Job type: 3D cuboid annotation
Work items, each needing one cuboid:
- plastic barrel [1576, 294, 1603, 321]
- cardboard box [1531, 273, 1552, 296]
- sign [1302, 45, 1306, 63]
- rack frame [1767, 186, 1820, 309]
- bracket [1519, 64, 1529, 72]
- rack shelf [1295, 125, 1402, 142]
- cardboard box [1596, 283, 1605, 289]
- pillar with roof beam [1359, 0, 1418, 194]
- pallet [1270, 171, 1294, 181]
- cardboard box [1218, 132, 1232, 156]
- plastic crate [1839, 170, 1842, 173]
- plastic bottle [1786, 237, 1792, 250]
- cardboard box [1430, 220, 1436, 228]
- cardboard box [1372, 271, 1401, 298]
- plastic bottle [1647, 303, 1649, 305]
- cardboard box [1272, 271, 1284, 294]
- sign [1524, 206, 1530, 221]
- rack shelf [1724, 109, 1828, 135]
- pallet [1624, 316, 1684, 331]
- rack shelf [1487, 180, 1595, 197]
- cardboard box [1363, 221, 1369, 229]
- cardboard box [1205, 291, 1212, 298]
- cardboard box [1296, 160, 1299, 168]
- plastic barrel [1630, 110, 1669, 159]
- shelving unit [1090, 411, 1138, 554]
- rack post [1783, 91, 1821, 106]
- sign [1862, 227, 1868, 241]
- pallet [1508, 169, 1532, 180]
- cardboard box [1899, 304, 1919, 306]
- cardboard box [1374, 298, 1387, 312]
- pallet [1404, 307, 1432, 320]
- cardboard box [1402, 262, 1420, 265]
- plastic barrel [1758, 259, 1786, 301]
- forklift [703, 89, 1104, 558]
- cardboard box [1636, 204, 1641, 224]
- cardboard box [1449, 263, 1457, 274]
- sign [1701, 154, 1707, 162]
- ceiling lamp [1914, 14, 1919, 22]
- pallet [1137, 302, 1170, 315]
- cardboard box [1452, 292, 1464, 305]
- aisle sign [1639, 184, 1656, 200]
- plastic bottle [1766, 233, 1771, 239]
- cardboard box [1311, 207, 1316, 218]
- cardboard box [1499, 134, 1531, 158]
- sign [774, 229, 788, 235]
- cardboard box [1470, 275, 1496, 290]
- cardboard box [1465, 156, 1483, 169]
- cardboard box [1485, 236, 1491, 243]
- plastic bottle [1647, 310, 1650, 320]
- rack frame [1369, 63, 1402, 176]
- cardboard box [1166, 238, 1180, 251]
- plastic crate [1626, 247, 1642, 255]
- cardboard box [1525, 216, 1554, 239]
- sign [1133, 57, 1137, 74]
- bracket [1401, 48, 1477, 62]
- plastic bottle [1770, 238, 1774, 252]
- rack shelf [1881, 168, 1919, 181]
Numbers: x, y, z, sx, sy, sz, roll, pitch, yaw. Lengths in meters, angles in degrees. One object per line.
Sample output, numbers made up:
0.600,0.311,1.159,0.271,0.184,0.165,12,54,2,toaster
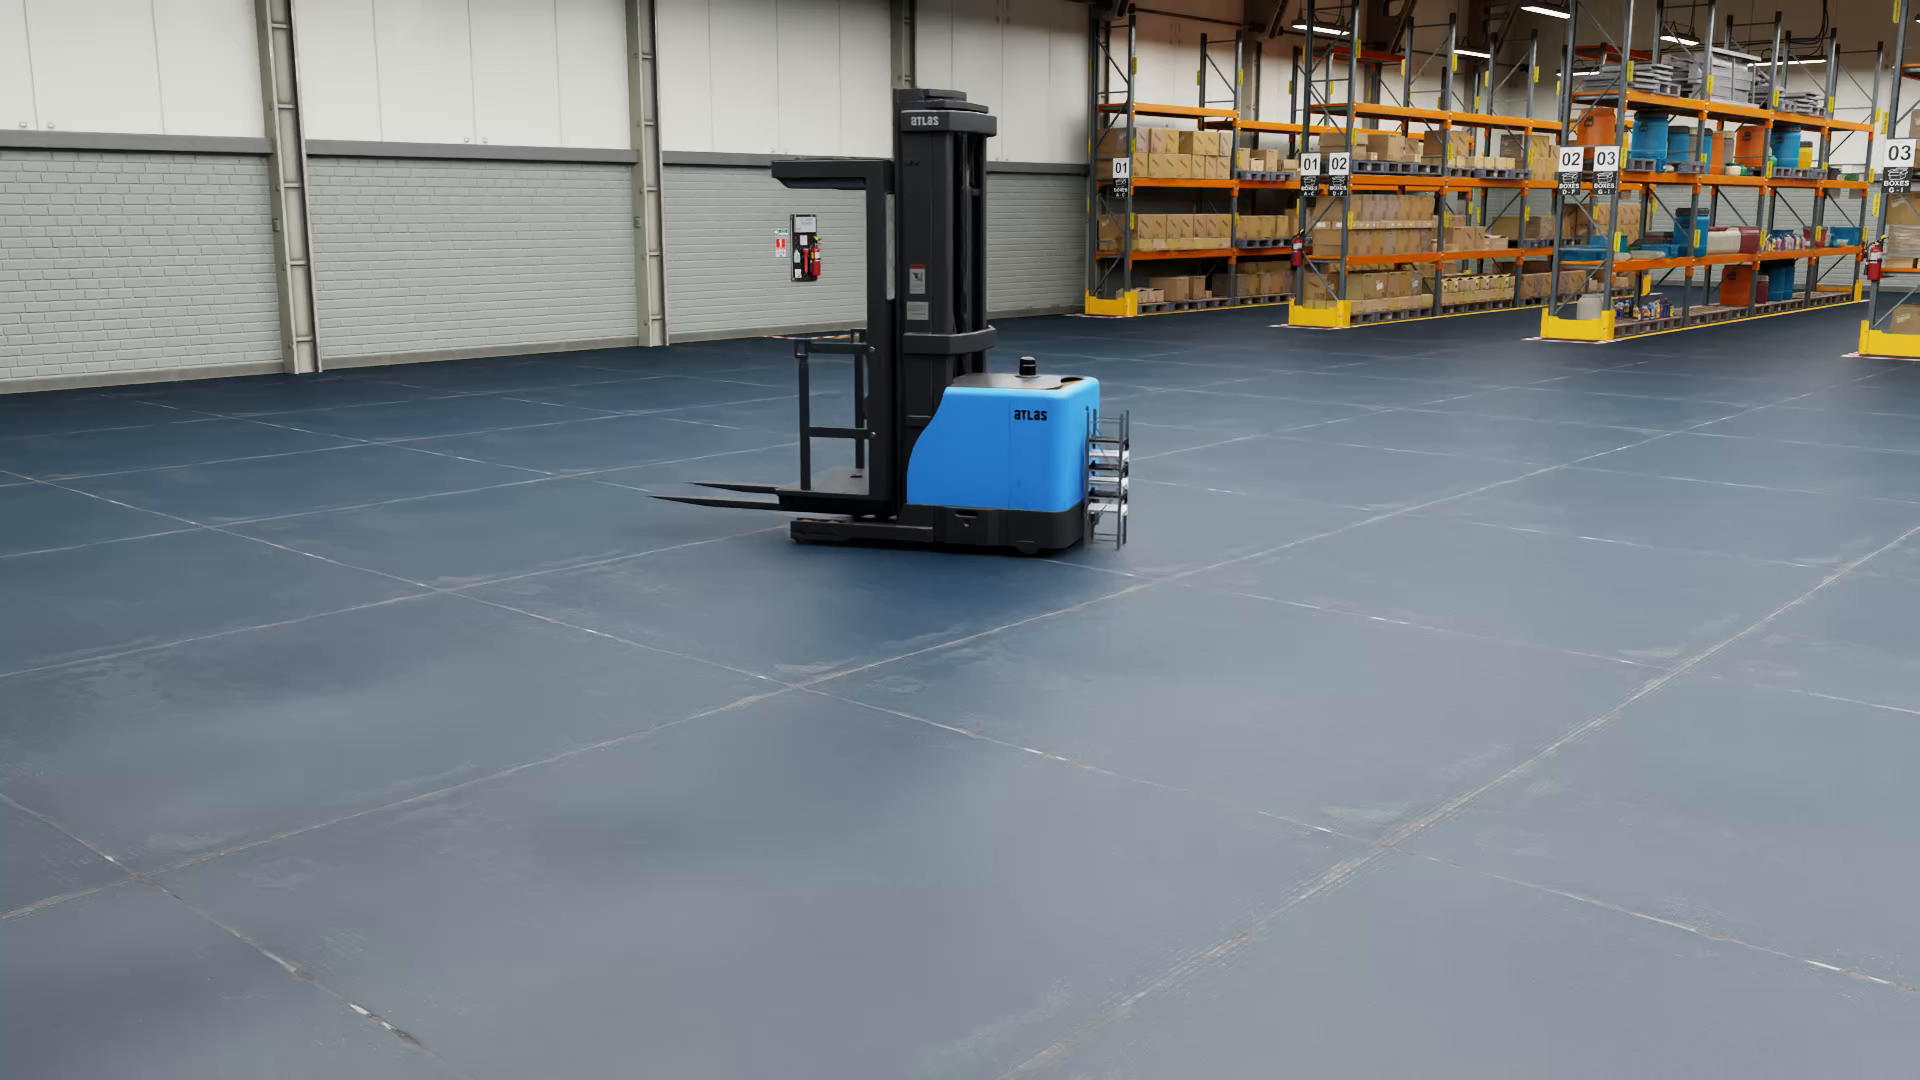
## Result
10.935,-4.004,28.881,0.421,0.512,0.421,0,11,0,plastic barrel
13.312,-5.901,38.354,0.500,0.500,0.500,10,15,40,cardboard box
6.442,-9.064,31.028,0.100,0.325,0.005,10,15,40,sign
18.480,-6.677,36.984,1.000,3.000,0.127,10,15,40,rack frame
16.916,-14.127,49.773,0.235,0.232,0.430,10,15,40,bracket
9.718,-10.057,41.445,1.077,0.370,4.000,10,15,40,rack shelf
15.764,-6.307,41.240,0.380,0.166,0.250,10,15,40,cardboard box
14.084,-10.558,41.098,9.100,9.000,0.548,10,15,40,pillar with roof beam
6.927,-8.390,38.380,1.213,0.211,1.003,10,15,40,pallet
5.630,-8.692,36.556,0.500,0.500,0.500,8,14,36,cardboard box
20.657,-8.652,39.546,0.497,0.269,0.590,10,15,40,plastic crate
17.799,-6.369,35.756,0.152,0.276,0.135,10,15,40,plastic bottle
9.462,-6.441,33.887,0.380,0.149,0.250,10,15,40,cardboard box
8.353,-5.048,32.862,0.500,0.500,0.500,10,15,40,cardboard box
12.556,-4.186,30.321,0.061,0.283,0.133,10,15,40,plastic bottle
7.227,-6.109,39.399,0.700,0.500,0.500,10,15,40,cardboard box
12.540,-7.226,36.776,0.100,0.325,0.005,10,15,40,sign
17.159,-8.776,35.032,1.077,0.370,4.000,10,15,40,rack shelf
12.724,-4.039,30.896,1.003,0.211,1.213,10,15,40,pallet
13.441,-8.142,38.496,1.077,0.370,4.000,10,15,40,rack shelf
7.599,-6.025,31.809,0.380,0.149,0.250,10,15,41,cardboard box
5.426,-5.525,37.325,0.380,0.166,0.250,7,14,33,cardboard box
7.749,-8.823,39.763,0.500,0.500,0.500,10,15,40,cardboard box
12.461,-7.290,30.043,0.600,0.901,0.708,10,15,40,plastic barrel
0.997,-0.375,10.792,0.258,0.900,0.210,-2,11,-10,shelving unit
17.900,-9.462,35.803,0.937,0.300,0.954,9,15,39,rack post
21.544,-7.277,39.570,0.100,0.325,0.005,10,15,40,sign
11.740,-7.997,36.413,1.213,0.211,1.003,11,16,43,pallet
15.073,-3.434,26.053,0.500,0.500,0.500,-7,13,-33,cardboard box
8.019,-4.608,32.571,0.500,0.250,0.500,10,15,40,cardboard box
8.924,-4.662,34.014,1.003,0.211,1.213,10,15,40,pallet
11.972,-7.380,44.155,0.380,0.149,0.250,10,15,42,cardboard box
17.640,-5.672,36.237,0.600,0.901,0.708,10,15,40,plastic barrel
-0.511,-1.532,11.396,3.031,2.935,1.130,9,14,38,forklift
16.982,-8.271,42.153,0.500,0.500,0.500,10,15,42,cardboard box
13.291,-7.411,45.966,0.700,0.500,0.500,10,15,40,cardboard box
13.605,-6.903,30.432,0.100,0.325,0.005,10,15,40,sign
20.031,-11.997,33.398,0.800,3.185,2.000,10,15,40,ceiling lamp
3.730,-4.951,35.462,1.003,0.211,1.213,10,15,40,pallet
10.271,-5.101,35.040,0.500,0.250,0.500,10,15,42,cardboard box
17.677,-9.152,42.737,0.394,0.787,0.004,10,15,40,aisle sign
17.977,-6.637,36.909,0.144,0.351,0.185,10,15,40,plastic bottle
8.910,-7.980,40.524,0.500,0.250,0.500,10,15,42,cardboard box
12.414,-8.803,37.162,0.500,0.500,0.500,10,15,40,cardboard box
-3.125,-5.375,29.019,0.001,0.109,0.331,10,15,40,sign
11.287,-5.602,36.117,0.500,0.311,0.500,10,15,40,cardboard box
10.789,-8.018,35.348,0.500,0.250,0.500,8,14,36,cardboard box
11.385,-6.579,36.721,0.500,0.311,0.500,10,15,40,cardboard box
12.347,-4.061,29.908,0.097,0.201,0.097,0,11,0,plastic bottle
11.038,-10.900,42.809,1.000,3.000,0.127,10,15,40,rack frame
4.350,-6.312,35.487,0.500,0.250,0.500,9,15,39,cardboard box
12.091,-5.233,30.294,0.450,0.188,0.662,10,15,40,plastic crate
13.199,-7.202,38.282,0.500,0.500,0.700,-9,14,-37,cardboard box
3.524,-9.561,33.519,0.100,0.325,0.005,10,15,40,sign
13.092,-13.274,45.506,0.076,0.066,4.783,10,15,40,bracket
16.948,-6.169,34.738,0.061,0.283,0.133,10,15,40,plastic bottle
15.599,-5.684,26.188,1.077,0.370,4.000,10,15,40,rack shelf
